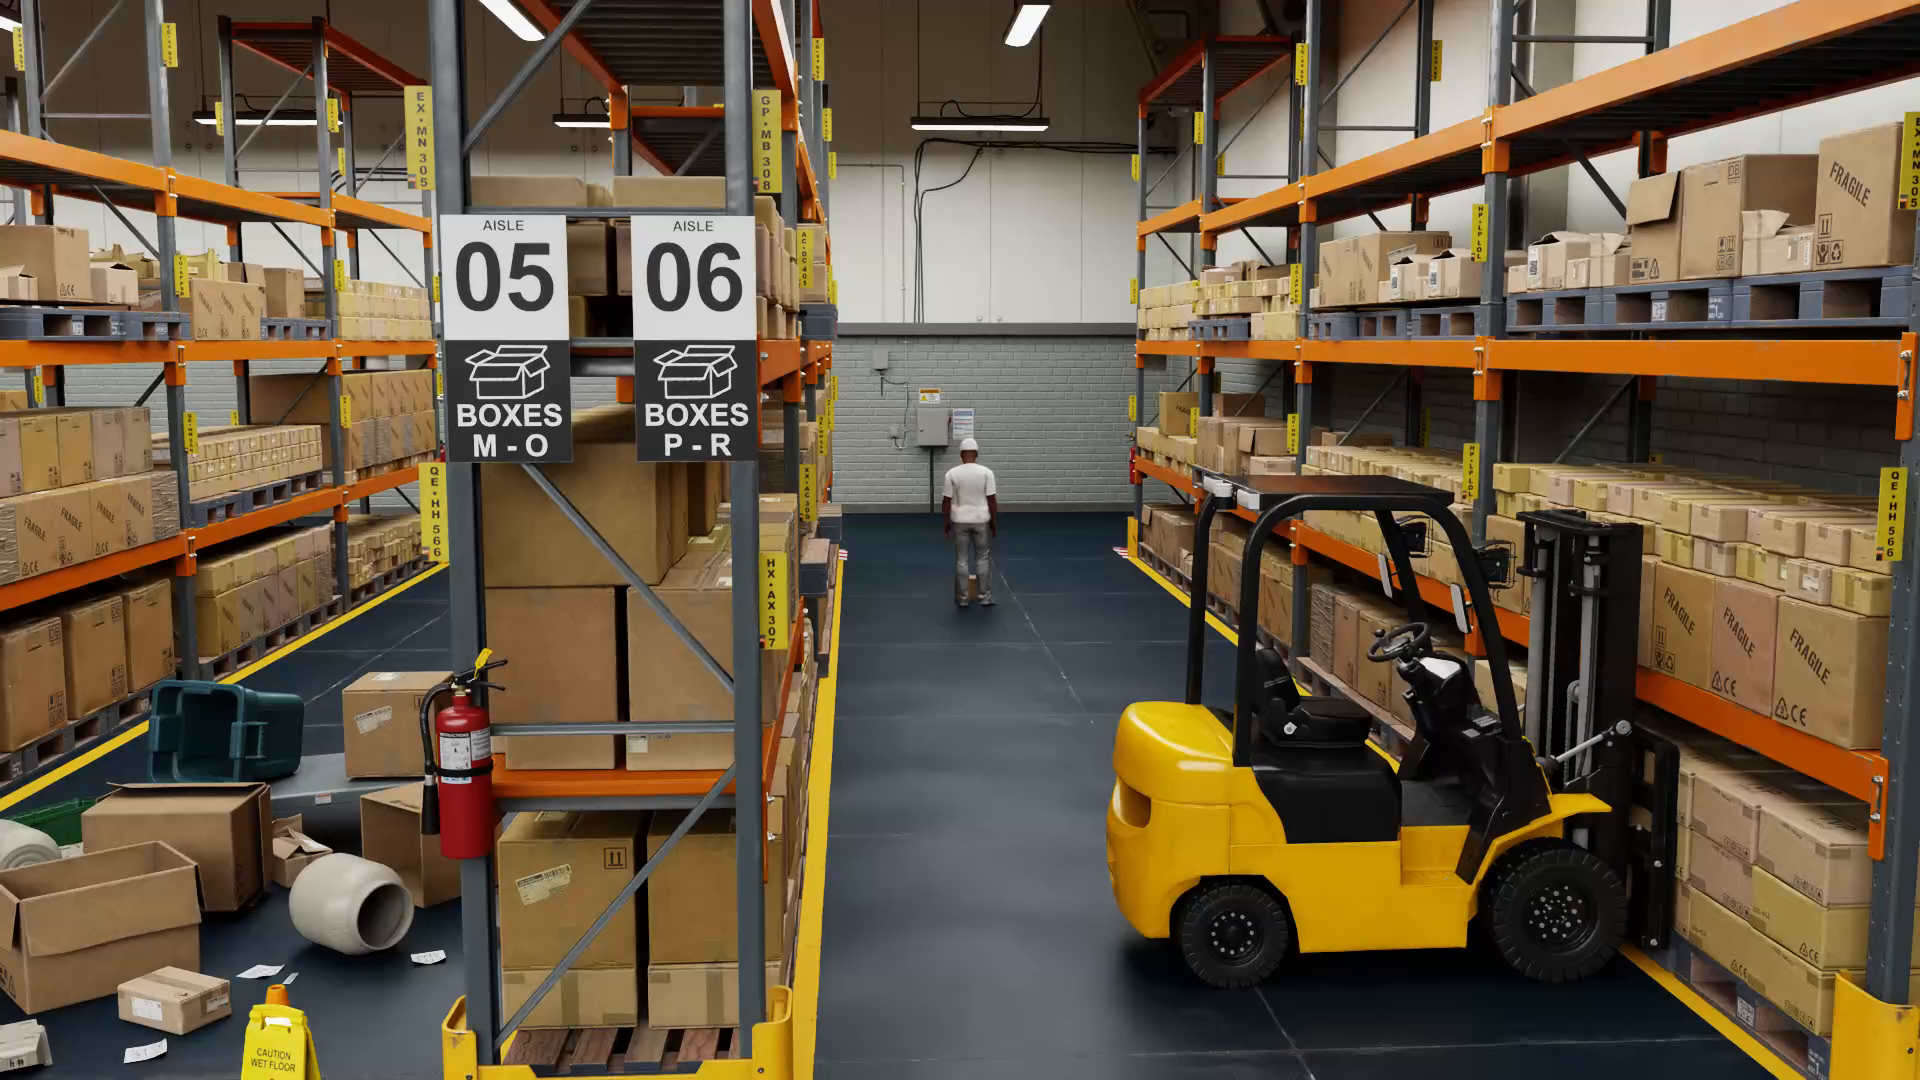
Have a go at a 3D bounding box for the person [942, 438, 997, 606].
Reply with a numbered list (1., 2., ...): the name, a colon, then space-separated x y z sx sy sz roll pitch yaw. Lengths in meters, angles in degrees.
1. person: 0.105 -0.186 17.585 0.582 1.785 0.471 0 7 3
